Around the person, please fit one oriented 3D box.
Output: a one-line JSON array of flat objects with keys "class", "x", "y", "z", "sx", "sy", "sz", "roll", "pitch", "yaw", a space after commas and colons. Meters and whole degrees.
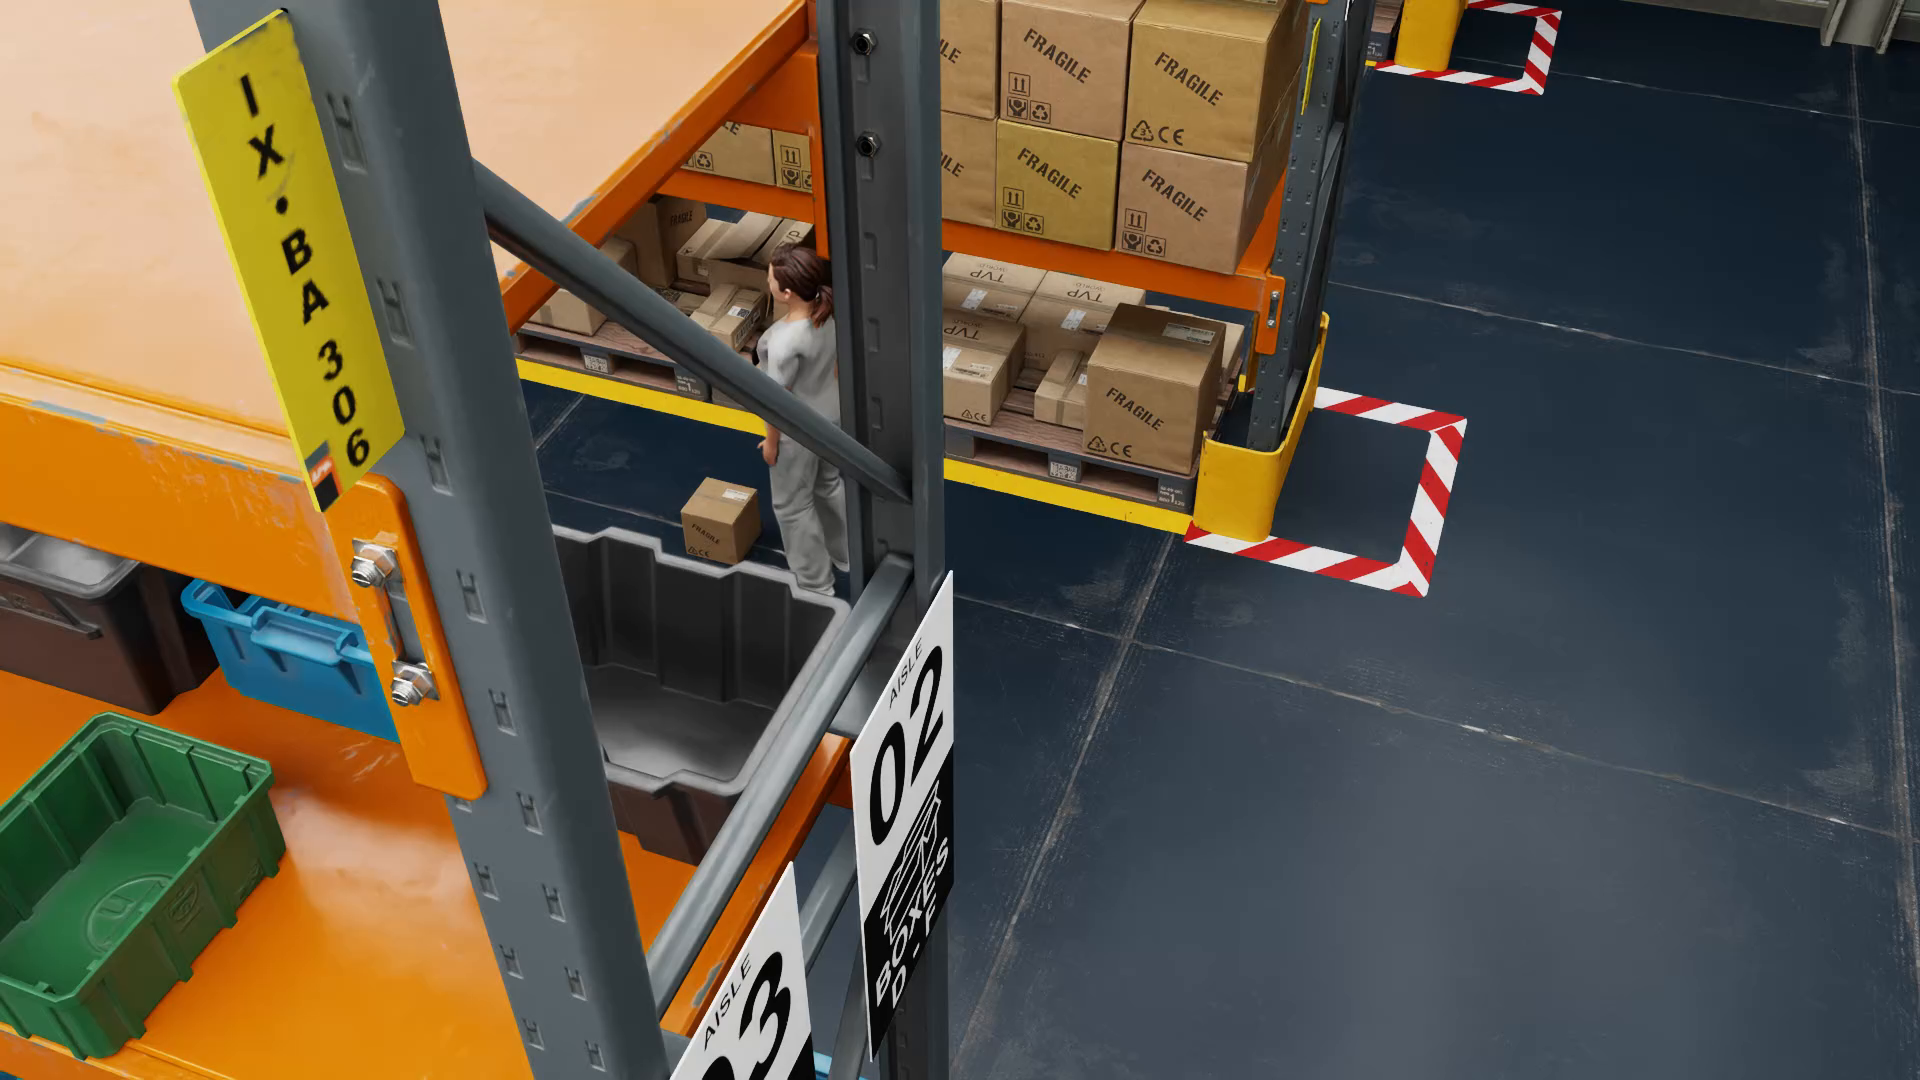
[{"class": "person", "x": -0.615, "y": -0.455, "z": 6.677, "sx": 0.361, "sy": 1.670, "sz": 0.437, "roll": 20, "pitch": 45, "yaw": 21}]
